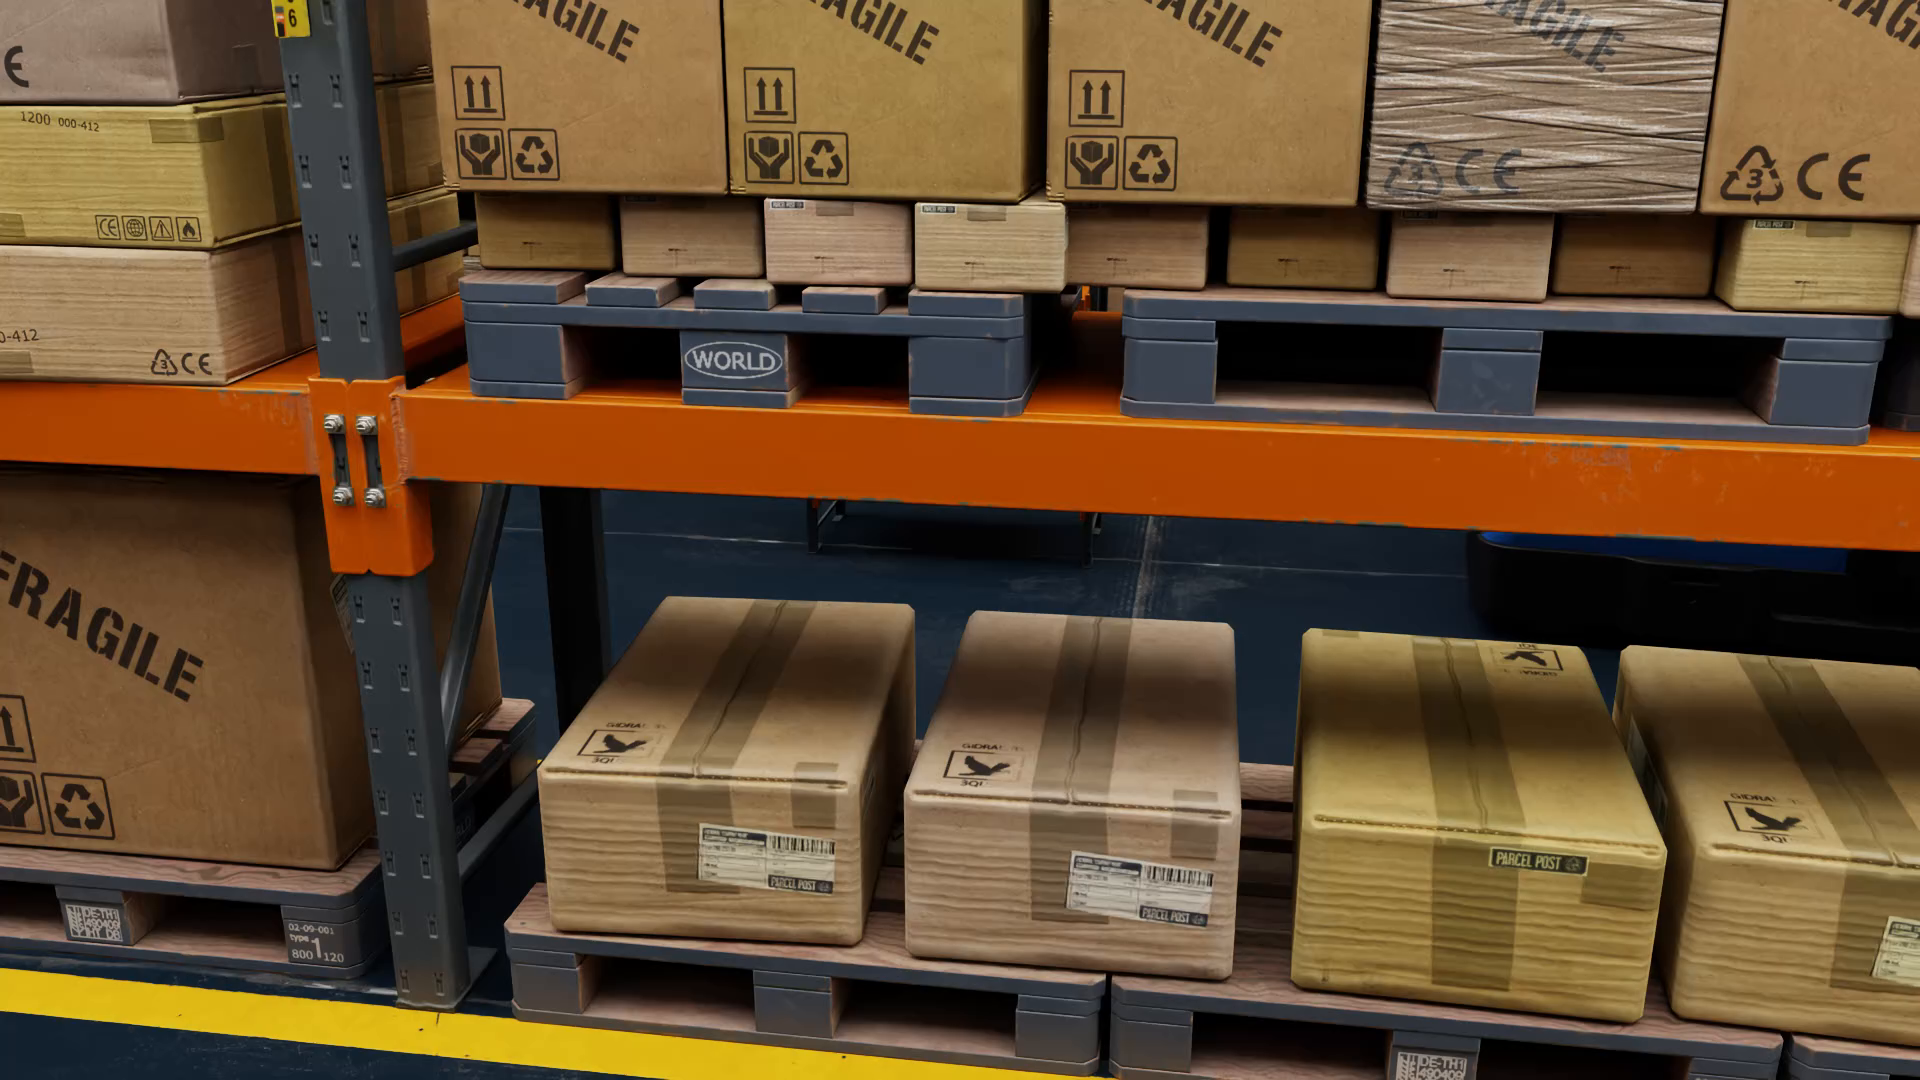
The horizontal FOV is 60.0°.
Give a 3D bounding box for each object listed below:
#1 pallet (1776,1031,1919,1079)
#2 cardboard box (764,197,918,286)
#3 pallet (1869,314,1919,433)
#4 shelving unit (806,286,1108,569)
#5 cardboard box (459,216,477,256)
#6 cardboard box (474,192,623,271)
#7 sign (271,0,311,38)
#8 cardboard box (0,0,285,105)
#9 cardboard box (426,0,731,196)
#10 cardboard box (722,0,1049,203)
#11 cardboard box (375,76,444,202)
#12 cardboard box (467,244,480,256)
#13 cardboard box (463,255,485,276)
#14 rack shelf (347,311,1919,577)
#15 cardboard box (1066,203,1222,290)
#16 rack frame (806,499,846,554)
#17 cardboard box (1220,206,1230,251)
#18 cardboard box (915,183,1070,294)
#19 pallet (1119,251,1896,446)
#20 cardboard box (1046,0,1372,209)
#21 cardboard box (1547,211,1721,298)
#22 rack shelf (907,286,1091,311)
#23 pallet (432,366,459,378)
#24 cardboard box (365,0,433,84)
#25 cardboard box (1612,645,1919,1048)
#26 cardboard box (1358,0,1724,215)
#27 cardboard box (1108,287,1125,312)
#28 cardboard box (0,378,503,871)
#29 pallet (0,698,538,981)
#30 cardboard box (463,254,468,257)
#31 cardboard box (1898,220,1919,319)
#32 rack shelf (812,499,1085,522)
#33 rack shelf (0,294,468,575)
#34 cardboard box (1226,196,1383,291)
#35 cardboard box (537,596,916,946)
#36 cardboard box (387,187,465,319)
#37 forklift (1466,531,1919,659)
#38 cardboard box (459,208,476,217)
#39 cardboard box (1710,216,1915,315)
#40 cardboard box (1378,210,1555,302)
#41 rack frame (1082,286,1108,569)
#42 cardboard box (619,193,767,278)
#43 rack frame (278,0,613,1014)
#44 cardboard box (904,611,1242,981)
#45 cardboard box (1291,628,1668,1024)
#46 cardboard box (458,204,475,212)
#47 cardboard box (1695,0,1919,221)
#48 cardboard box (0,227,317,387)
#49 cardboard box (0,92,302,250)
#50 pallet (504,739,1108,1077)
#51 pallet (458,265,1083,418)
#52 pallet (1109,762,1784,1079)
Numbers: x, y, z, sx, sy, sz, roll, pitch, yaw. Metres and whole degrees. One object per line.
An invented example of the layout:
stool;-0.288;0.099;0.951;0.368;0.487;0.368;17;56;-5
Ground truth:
pallet;2.162;0.873;3.361;1.213;0.211;1.003;3;19;9
cardboard box;-0.190;-0.564;2.997;0.250;0.149;0.380;2;19;5
pallet;2.200;-0.404;3.085;1.213;0.211;1.003;3;19;9
shelving unit;-0.007;-0.534;6.126;1.048;1.125;0.538;3;19;9
cardboard box;-2.573;-1.542;8.441;0.250;0.149;0.380;4;19;11
cardboard box;-0.727;-0.617;3.155;0.250;0.149;0.380;2;19;5
sign;-1.103;-0.987;2.701;0.005;0.325;0.100;3;19;9
cardboard box;-1.570;-1.078;3.063;0.500;0.500;0.500;2;19;7
cardboard box;-0.611;-0.904;2.991;0.500;0.500;0.500;2;19;7
cardboard box;-0.095;-0.880;2.919;0.500;0.500;0.500;4;19;11
cardboard box;-1.479;-0.881;3.657;0.500;0.250;0.500;3;19;8
cardboard box;-2.302;-1.538;8.427;0.250;0.149;0.380;3;19;9
cardboard box;-2.212;-1.209;8.467;0.500;0.500;0.500;2;19;7
rack shelf;0.957;-0.170;3.218;4.000;0.370;1.077;3;19;9
cardboard box;0.329;-0.556;2.973;0.250;0.149;0.380;4;19;12
rack frame;-0.509;-0.559;6.202;0.032;1.125;0.500;3;19;9
cardboard box;0.624;-0.683;3.351;0.250;0.149;0.380;3;19;9
cardboard box;0.078;-0.544;2.936;0.250;0.149;0.380;3;19;9
pallet;0.943;-0.434;3.176;1.213;0.211;1.003;3;19;9
cardboard box;0.430;-0.856;2.845;0.500;0.500;0.500;3;19;10
cardboard box;1.131;-0.531;2.898;0.250;0.149;0.380;2;19;7
rack shelf;-0.007;-0.811;6.033;1.000;0.278;0.538;3;19;9
pallet;-2.167;-0.956;8.829;1.213;0.211;1.003;3;19;9
cardboard box;-1.466;-1.235;3.533;0.500;0.500;0.500;2;19;7
cardboard box;1.703;0.576;3.335;0.625;0.372;0.950;4;19;12
cardboard box;0.923;-0.828;2.763;0.500;0.500;0.500;2;19;7
cardboard box;1.026;-1.174;8.165;0.625;0.625;0.875;4;19;10
cardboard box;-1.687;0.136;3.857;0.875;0.875;0.875;3;19;8
pallet;-1.785;0.647;4.036;1.213;0.211;1.003;3;19;9
cardboard box;-2.723;-1.237;8.551;0.500;0.500;0.500;2;19;7
cardboard box;1.609;-0.462;2.691;0.250;0.149;0.380;3;19;9
rack shelf;-0.007;-0.302;6.203;1.000;0.278;0.538;3;19;9
rack shelf;-2.993;-0.371;3.820;4.000;0.370;1.077;3;19;9
cardboard box;0.614;-0.554;2.967;0.250;0.149;0.380;4;19;11
cardboard box;-0.462;0.467;3.661;0.625;0.372;0.950;2;19;5
cardboard box;-1.461;-0.644;3.738;0.500;0.250;0.500;3;19;8
forklift;3.243;-1.114;5.013;3.031;2.935;1.130;5;19;14
cardboard box;-2.490;-1.710;8.941;0.250;0.149;0.380;3;19;9
cardboard box;1.374;-0.486;2.762;0.250;0.149;0.380;3;19;9
cardboard box;0.861;-0.521;2.866;0.250;0.149;0.380;4;19;10
rack frame;0.495;-0.508;6.049;0.032;1.125;0.500;3;19;9
cardboard box;-0.453;-0.593;3.081;0.250;0.149;0.380;2;19;5
rack frame;-1.018;-0.612;3.405;0.127;3.000;1.000;3;19;9
cardboard box;0.268;0.501;3.557;0.625;0.372;0.950;3;19;8
cardboard box;1.016;0.541;3.438;0.625;0.372;0.950;4;19;10
cardboard box;-2.752;-1.705;8.927;0.250;0.149;0.380;3;19;10
cardboard box;1.440;-0.802;2.685;0.500;0.500;0.500;4;19;11
cardboard box;-1.559;-0.485;3.261;0.500;0.250;0.500;2;19;7
cardboard box;-1.537;-0.723;3.184;0.500;0.250;0.500;3;19;8
pallet;-0.247;0.750;3.728;1.213;0.211;1.003;3;19;9
pallet;-0.298;-0.518;3.428;1.003;0.211;1.213;3;19;9
pallet;0.954;0.812;3.542;1.213;0.211;1.003;3;19;9
